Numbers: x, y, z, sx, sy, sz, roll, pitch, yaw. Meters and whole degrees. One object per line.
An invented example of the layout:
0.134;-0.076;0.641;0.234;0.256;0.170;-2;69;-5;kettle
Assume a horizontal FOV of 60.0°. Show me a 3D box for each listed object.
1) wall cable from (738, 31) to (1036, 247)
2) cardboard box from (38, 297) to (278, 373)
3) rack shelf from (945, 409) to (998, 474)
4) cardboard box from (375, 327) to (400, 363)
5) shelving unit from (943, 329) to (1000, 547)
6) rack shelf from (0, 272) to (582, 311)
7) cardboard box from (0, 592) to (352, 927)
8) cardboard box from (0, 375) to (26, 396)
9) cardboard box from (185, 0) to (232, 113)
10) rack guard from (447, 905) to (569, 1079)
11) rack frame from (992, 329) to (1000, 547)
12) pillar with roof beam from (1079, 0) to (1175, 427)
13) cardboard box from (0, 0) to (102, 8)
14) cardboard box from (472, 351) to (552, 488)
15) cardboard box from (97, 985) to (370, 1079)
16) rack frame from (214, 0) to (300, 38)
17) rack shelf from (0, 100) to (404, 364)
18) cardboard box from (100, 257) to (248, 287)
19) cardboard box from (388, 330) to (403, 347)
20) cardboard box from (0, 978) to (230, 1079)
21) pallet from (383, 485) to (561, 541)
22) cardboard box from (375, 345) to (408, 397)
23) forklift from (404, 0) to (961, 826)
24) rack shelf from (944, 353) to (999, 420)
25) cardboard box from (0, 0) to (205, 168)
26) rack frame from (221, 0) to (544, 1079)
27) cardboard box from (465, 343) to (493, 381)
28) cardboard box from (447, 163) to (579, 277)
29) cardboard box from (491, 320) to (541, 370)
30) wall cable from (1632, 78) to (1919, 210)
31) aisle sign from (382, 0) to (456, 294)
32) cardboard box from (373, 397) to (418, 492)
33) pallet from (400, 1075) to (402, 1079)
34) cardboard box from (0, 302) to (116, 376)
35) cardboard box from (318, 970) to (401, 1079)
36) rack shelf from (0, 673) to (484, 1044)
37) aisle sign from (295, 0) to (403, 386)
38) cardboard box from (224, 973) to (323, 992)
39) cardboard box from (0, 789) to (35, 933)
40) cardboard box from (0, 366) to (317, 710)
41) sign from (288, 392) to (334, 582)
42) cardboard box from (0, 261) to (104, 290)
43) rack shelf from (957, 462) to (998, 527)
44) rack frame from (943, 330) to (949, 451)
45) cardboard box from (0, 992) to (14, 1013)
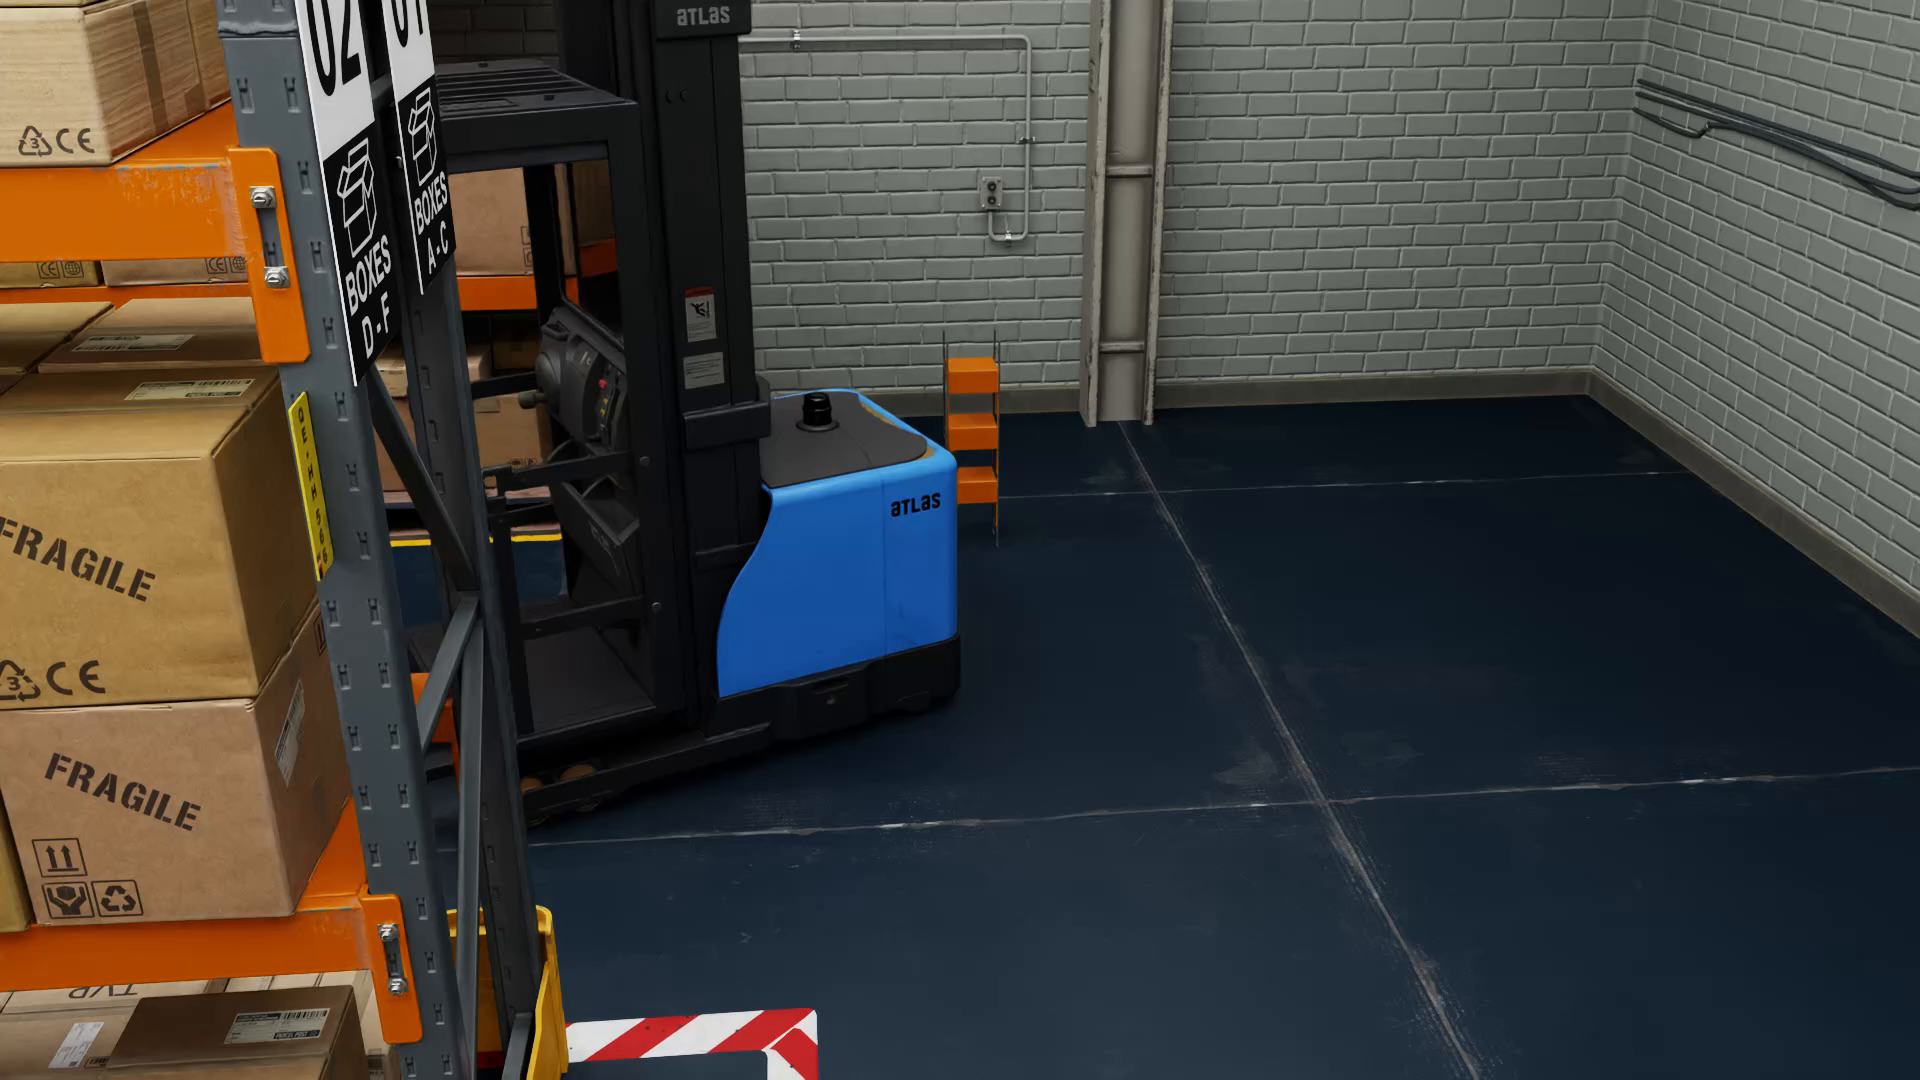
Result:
-0.494;-2.544;9.031;1.851;1.984;0.084;-2;24;-5;wall cable
-1.652;-0.236;3.734;0.500;0.500;0.500;-2;24;-4;cardboard box
0.053;-0.472;8.046;0.240;0.259;0.215;-2;24;-5;rack shelf
-3.011;-0.980;8.523;0.250;0.149;0.380;-2;24;-5;cardboard box
0.053;-0.482;8.042;0.252;1.050;0.215;-2;24;-5;shelving unit
-3.666;-1.238;8.228;4.000;0.370;1.077;-2;24;-5;rack shelf
-1.604;0.438;3.449;0.500;0.500;0.500;-2;24;-4;cardboard box
-2.103;0.002;3.198;0.500;0.500;0.500;-2;24;-4;cardboard box
-1.721;-1.029;3.364;0.500;0.250;0.500;-2;24;-5;cardboard box
-1.260;1.501;4.258;0.348;0.500;1.175;-2;24;-5;rack guard
0.175;-0.487;8.053;0.008;1.050;0.200;-2;24;-5;rack frame
1.350;-3.105;4.158;0.400;9.000;9.100;-2;24;-5;pillar with roof beam
-1.671;-1.052;2.799;0.500;0.250;0.500;-2;24;-5;cardboard box
-2.362;-0.628;8.530;0.500;0.500;0.700;-2;24;-5;cardboard box
-1.702;1.418;3.903;0.500;0.500;0.500;-2;24;-5;cardboard box
-1.185;-2.386;2.539;0.127;3.000;1.000;-2;24;-5;rack frame
-3.175;-0.607;3.115;4.000;0.370;1.077;-2;24;-5;rack shelf
-3.665;-1.699;8.010;0.700;0.700;0.980;-3;24;-8;cardboard box
-2.762;-0.990;8.545;0.250;0.149;0.380;-2;24;-5;cardboard box
-2.251;1.338;4.391;0.500;0.250;0.500;-2;24;-5;cardboard box
-2.463;-0.309;8.685;1.213;0.211;1.003;-2;24;-5;pallet
-2.726;-0.835;8.198;0.250;0.149;0.380;-2;24;-4;cardboard box
-1.536;-0.561;5.905;3.031;2.935;1.130;-13;27;-26;forklift
0.053;-0.732;7.931;0.240;0.259;0.215;-2;24;-5;rack shelf
-1.670;-0.820;2.893;0.500;0.250;0.500;-2;24;-5;cardboard box
-1.185;0.355;3.757;0.127;3.000;1.000;-2;24;-5;rack frame
-2.472;-0.846;8.221;0.250;0.149;0.380;-3;24;-6;cardboard box
-2.182;-1.759;8.146;0.700;0.700;0.980;-1;24;-3;cardboard box
-2.257;-1.010;8.592;0.250;0.149;0.380;-2;24;-5;cardboard box
3.988;-3.051;7.857;0.112;2.526;3.097;-2;24;-5;wall cable
-1.146;-0.954;3.503;0.004;0.787;0.394;-2;24;-5;aisle sign
-2.860;-0.608;8.485;0.500;0.500;0.700;-2;24;-5;cardboard box
-2.054;1.665;4.245;1.213;0.211;1.003;-2;24;-5;pallet
-2.172;-0.212;3.680;0.500;0.500;0.500;-2;24;-5;cardboard box
-1.635;1.335;4.522;0.250;0.149;0.380;-2;24;-5;cardboard box
-3.175;0.764;3.724;4.000;0.370;1.077;-2;24;-5;rack shelf
-1.087;-0.711;2.957;0.004;0.787;0.394;-2;24;-5;aisle sign
-1.884;1.337;4.496;0.250;0.166;0.380;-2;24;-5;cardboard box
-2.120;0.460;3.400;0.500;0.500;0.500;-2;24;-5;cardboard box
-1.601;-0.018;3.244;0.500;0.500;0.500;-3;24;-6;cardboard box
-1.150;-0.093;2.952;0.005;0.325;0.100;-2;24;-5;sign
-4.388;-1.666;7.936;0.700;0.700;0.980;-3;24;-6;cardboard box
0.053;-0.218;8.159;0.240;0.259;0.215;-2;24;-5;rack shelf
-0.068;-0.477;8.031;0.008;1.050;0.200;-2;24;-5;rack frame
-2.749;1.358;4.346;0.500;0.250;0.500;-2;24;-5;cardboard box
